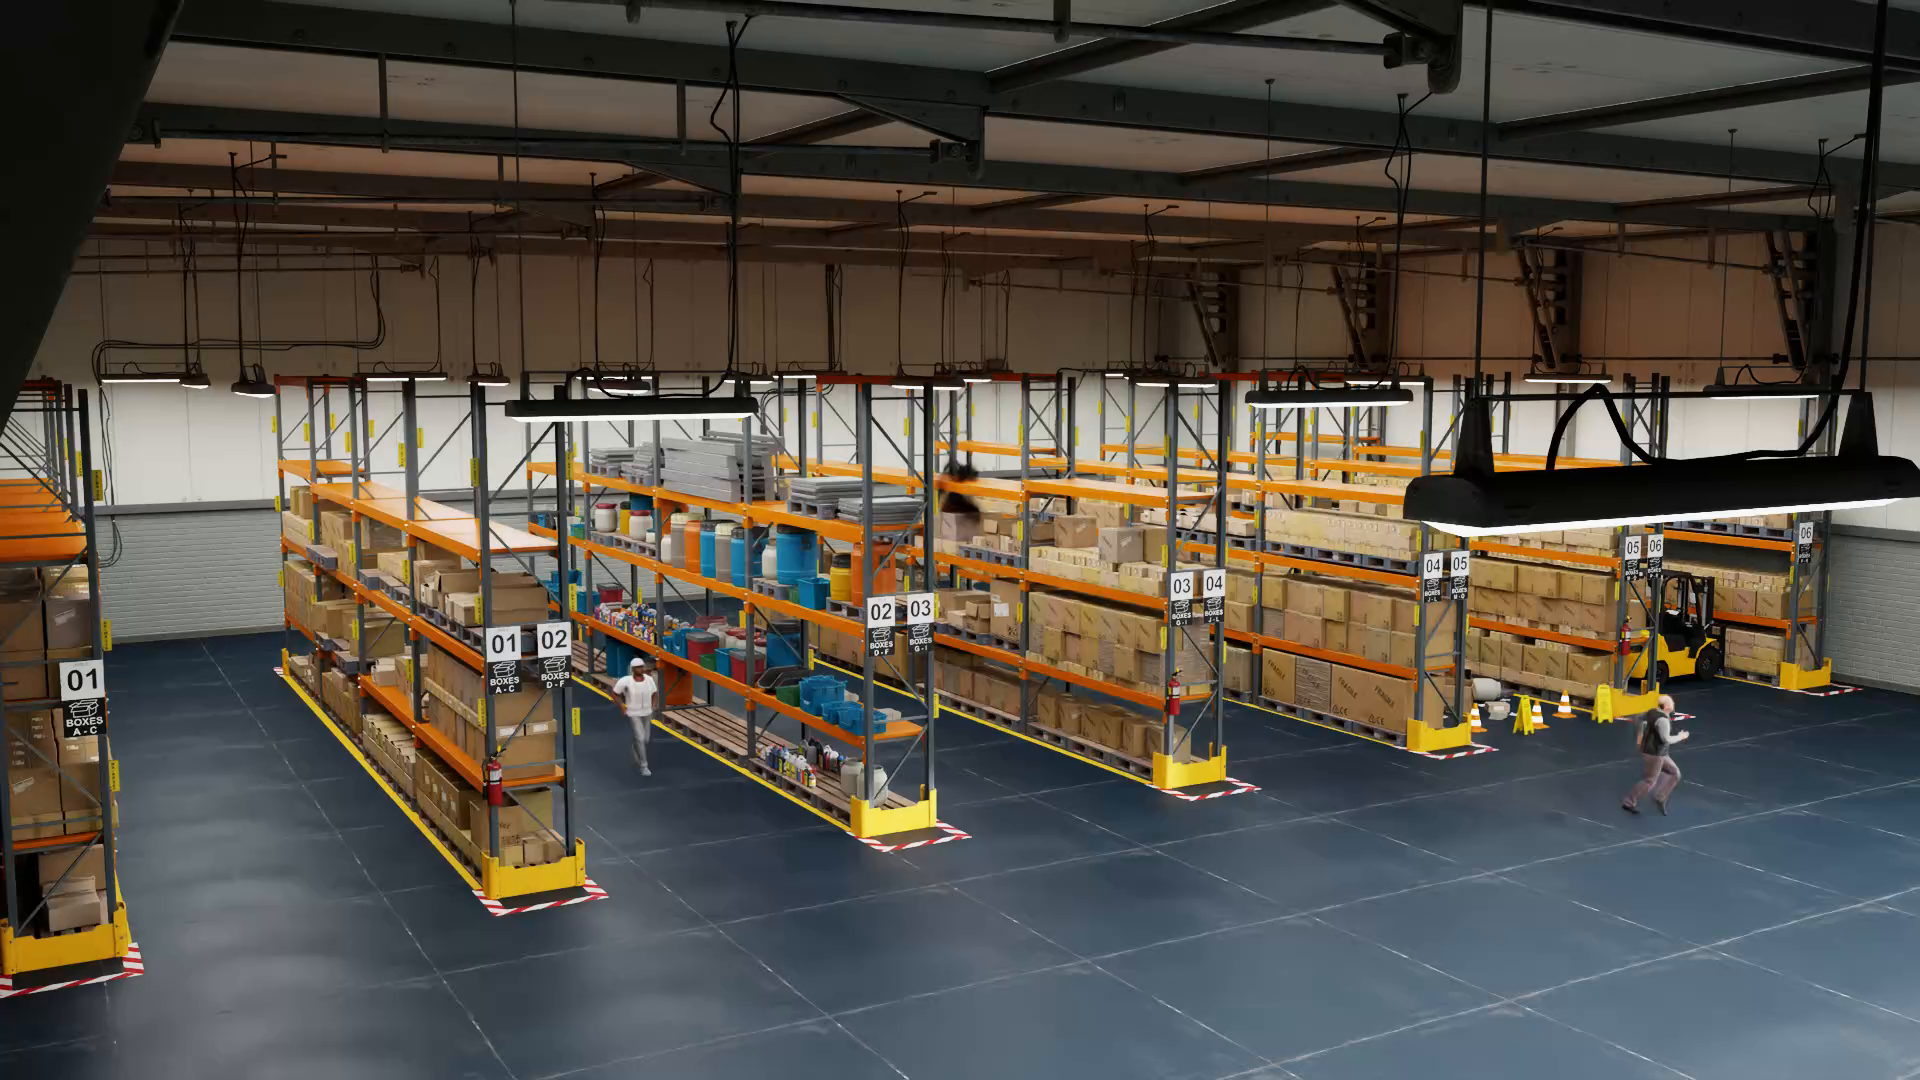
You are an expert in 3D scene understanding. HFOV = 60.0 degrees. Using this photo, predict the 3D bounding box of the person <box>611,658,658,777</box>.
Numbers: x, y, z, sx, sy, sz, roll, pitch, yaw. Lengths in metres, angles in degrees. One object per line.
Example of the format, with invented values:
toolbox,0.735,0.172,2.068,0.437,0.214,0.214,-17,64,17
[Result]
person,-4.931,2.674,25.446,0.701,1.768,0.826,-5,8,-37

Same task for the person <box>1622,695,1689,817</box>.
person,9.585,2.975,22.920,0.813,1.720,0.662,1,6,13

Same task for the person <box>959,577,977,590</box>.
person,0.232,0.875,42.028,0.724,1.788,0.687,2,6,15
